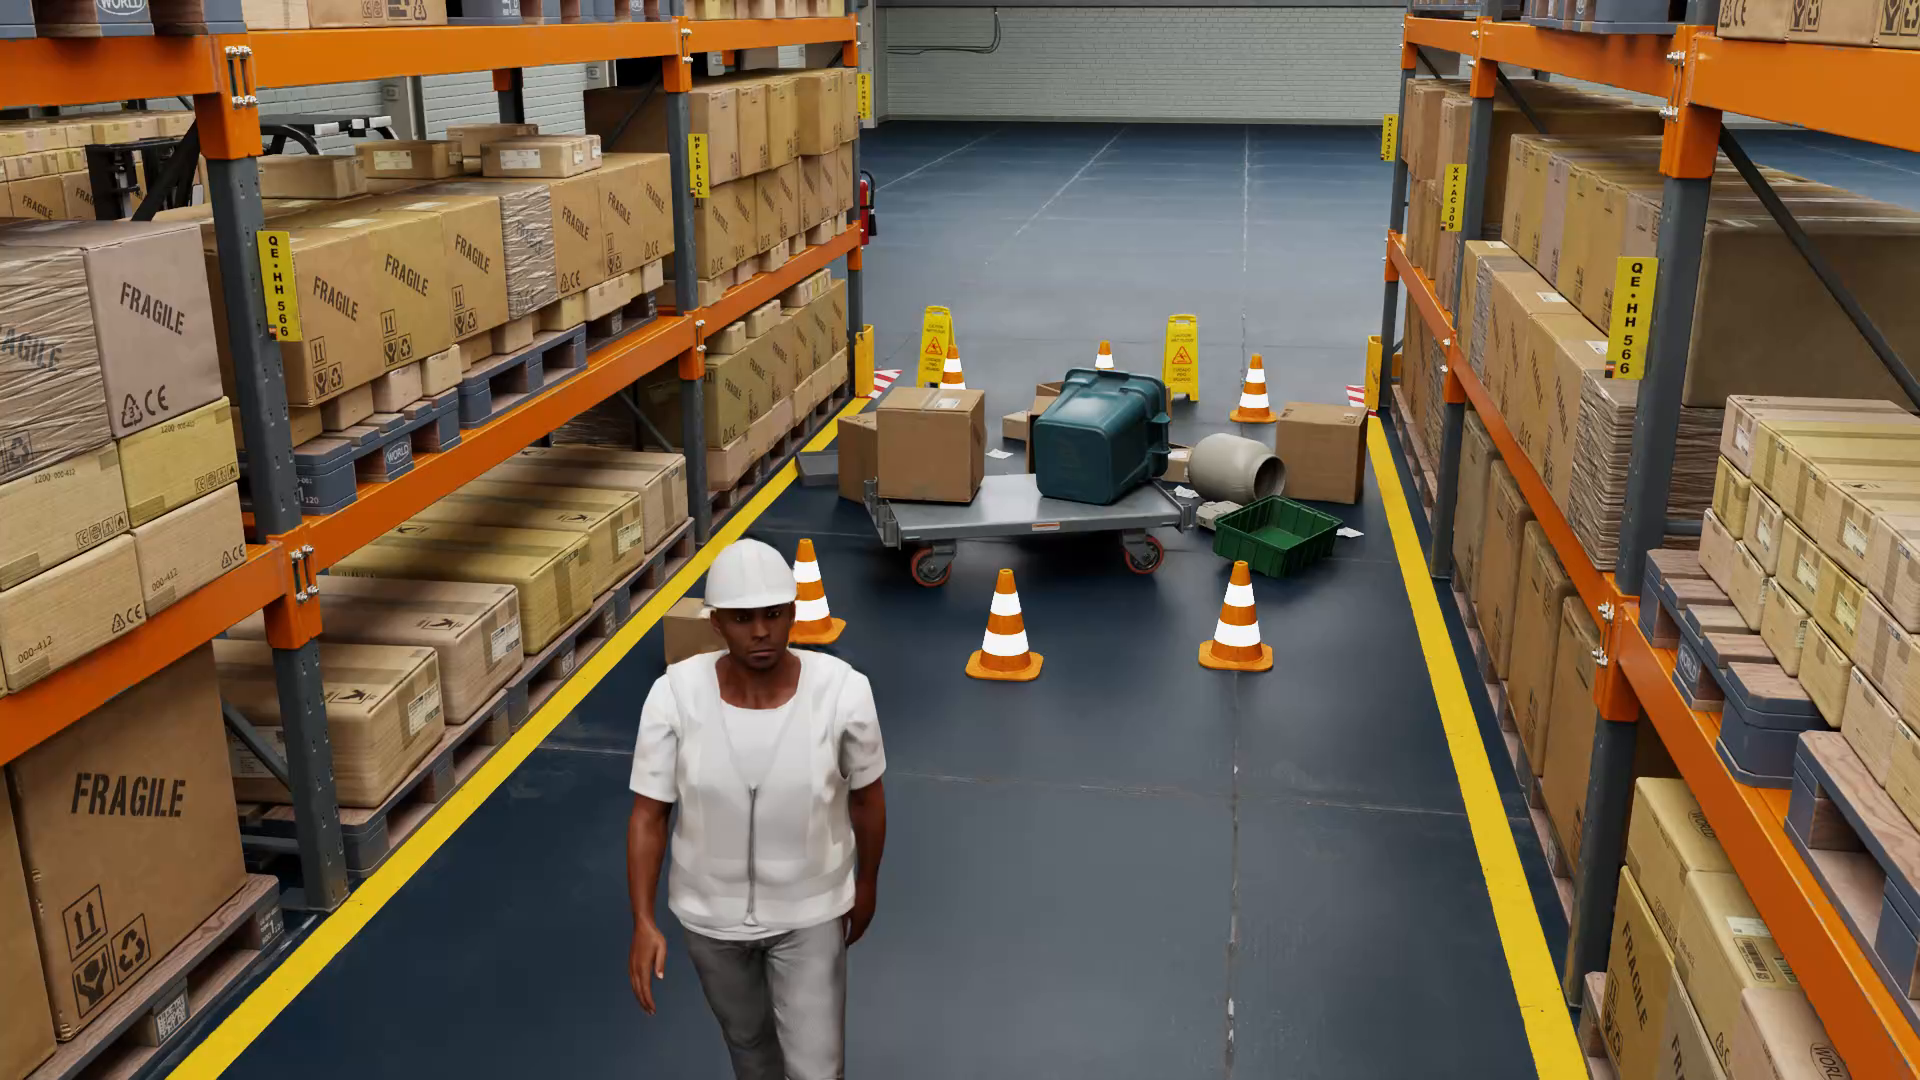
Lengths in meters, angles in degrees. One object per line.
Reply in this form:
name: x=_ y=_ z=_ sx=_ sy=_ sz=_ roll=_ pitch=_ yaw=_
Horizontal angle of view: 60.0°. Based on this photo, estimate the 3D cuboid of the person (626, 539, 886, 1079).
person: x=-0.467 y=0.867 z=3.752 sx=0.567 sy=1.726 sz=0.920 roll=1 pitch=18 yaw=3
